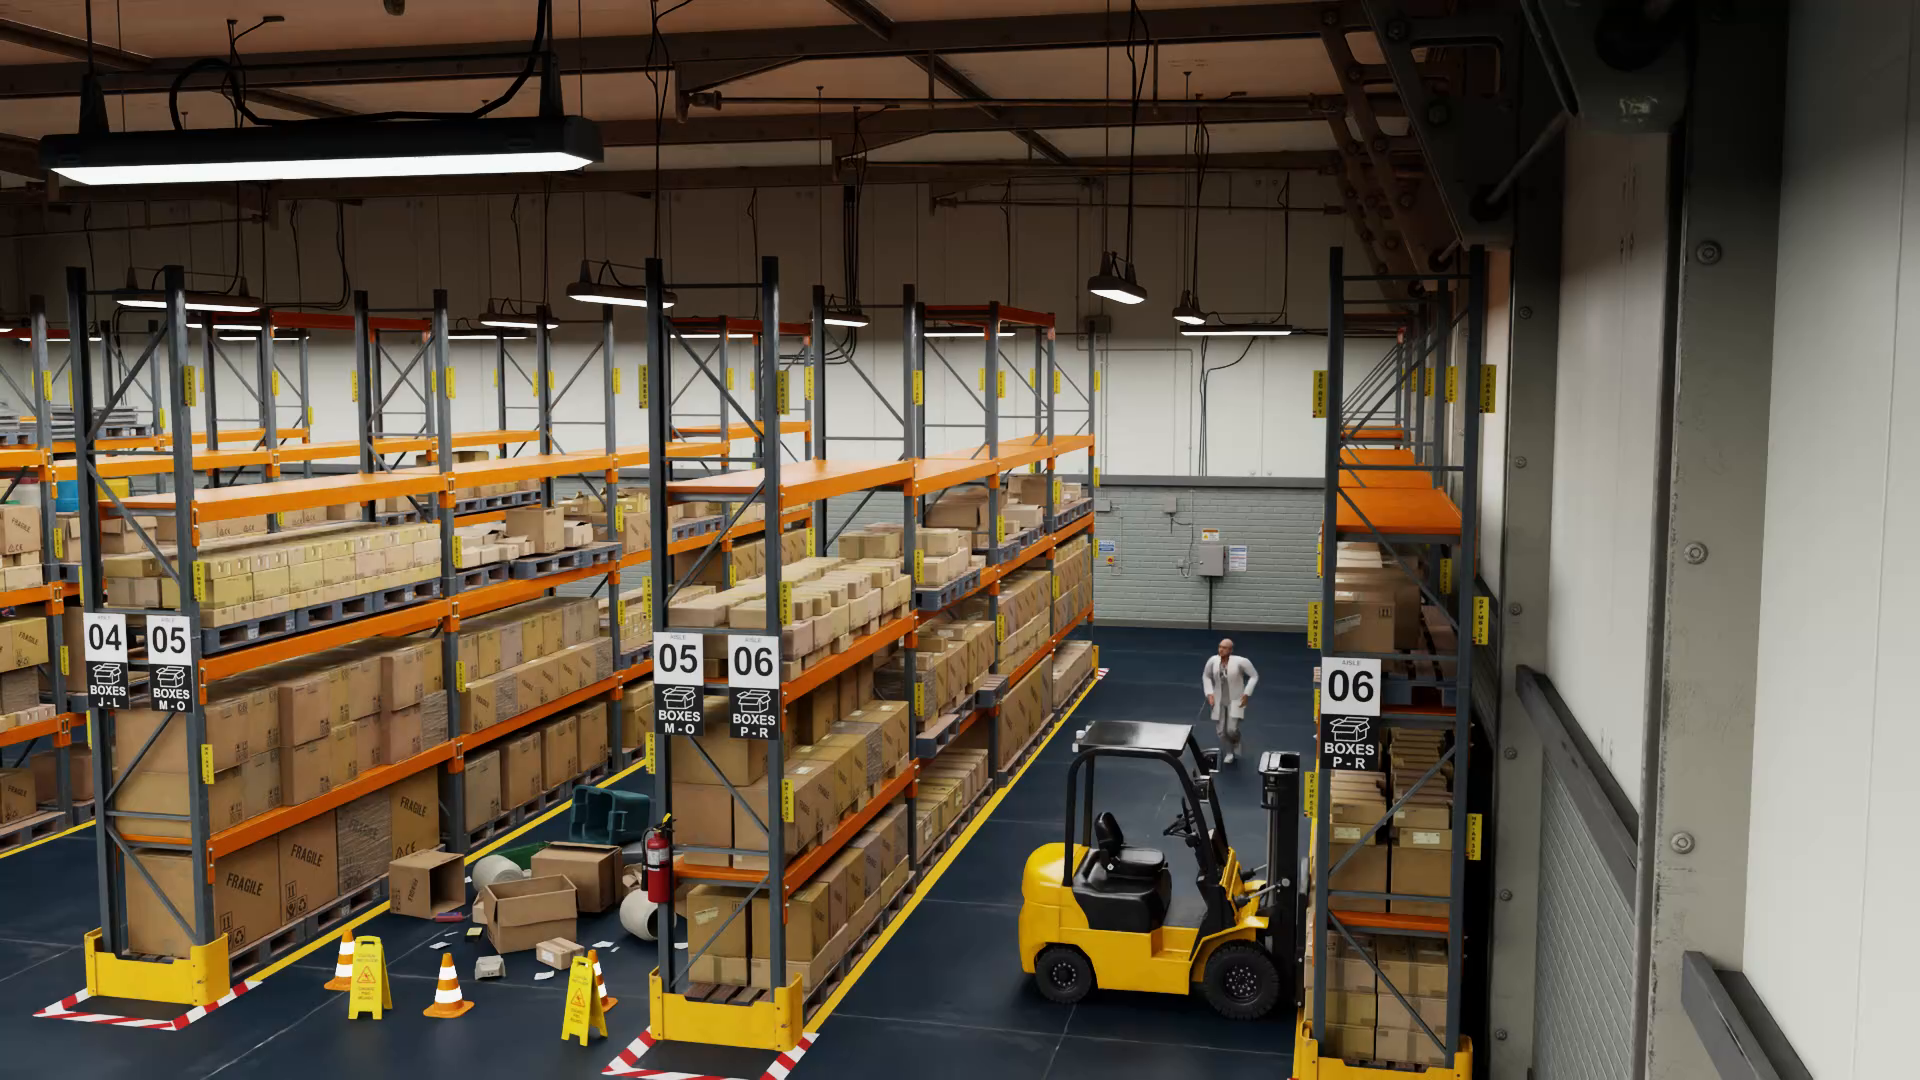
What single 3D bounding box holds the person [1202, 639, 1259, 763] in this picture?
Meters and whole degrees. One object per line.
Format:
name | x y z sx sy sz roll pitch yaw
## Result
person | 3.571 2.118 21.940 0.754 1.689 0.638 2 6 23
